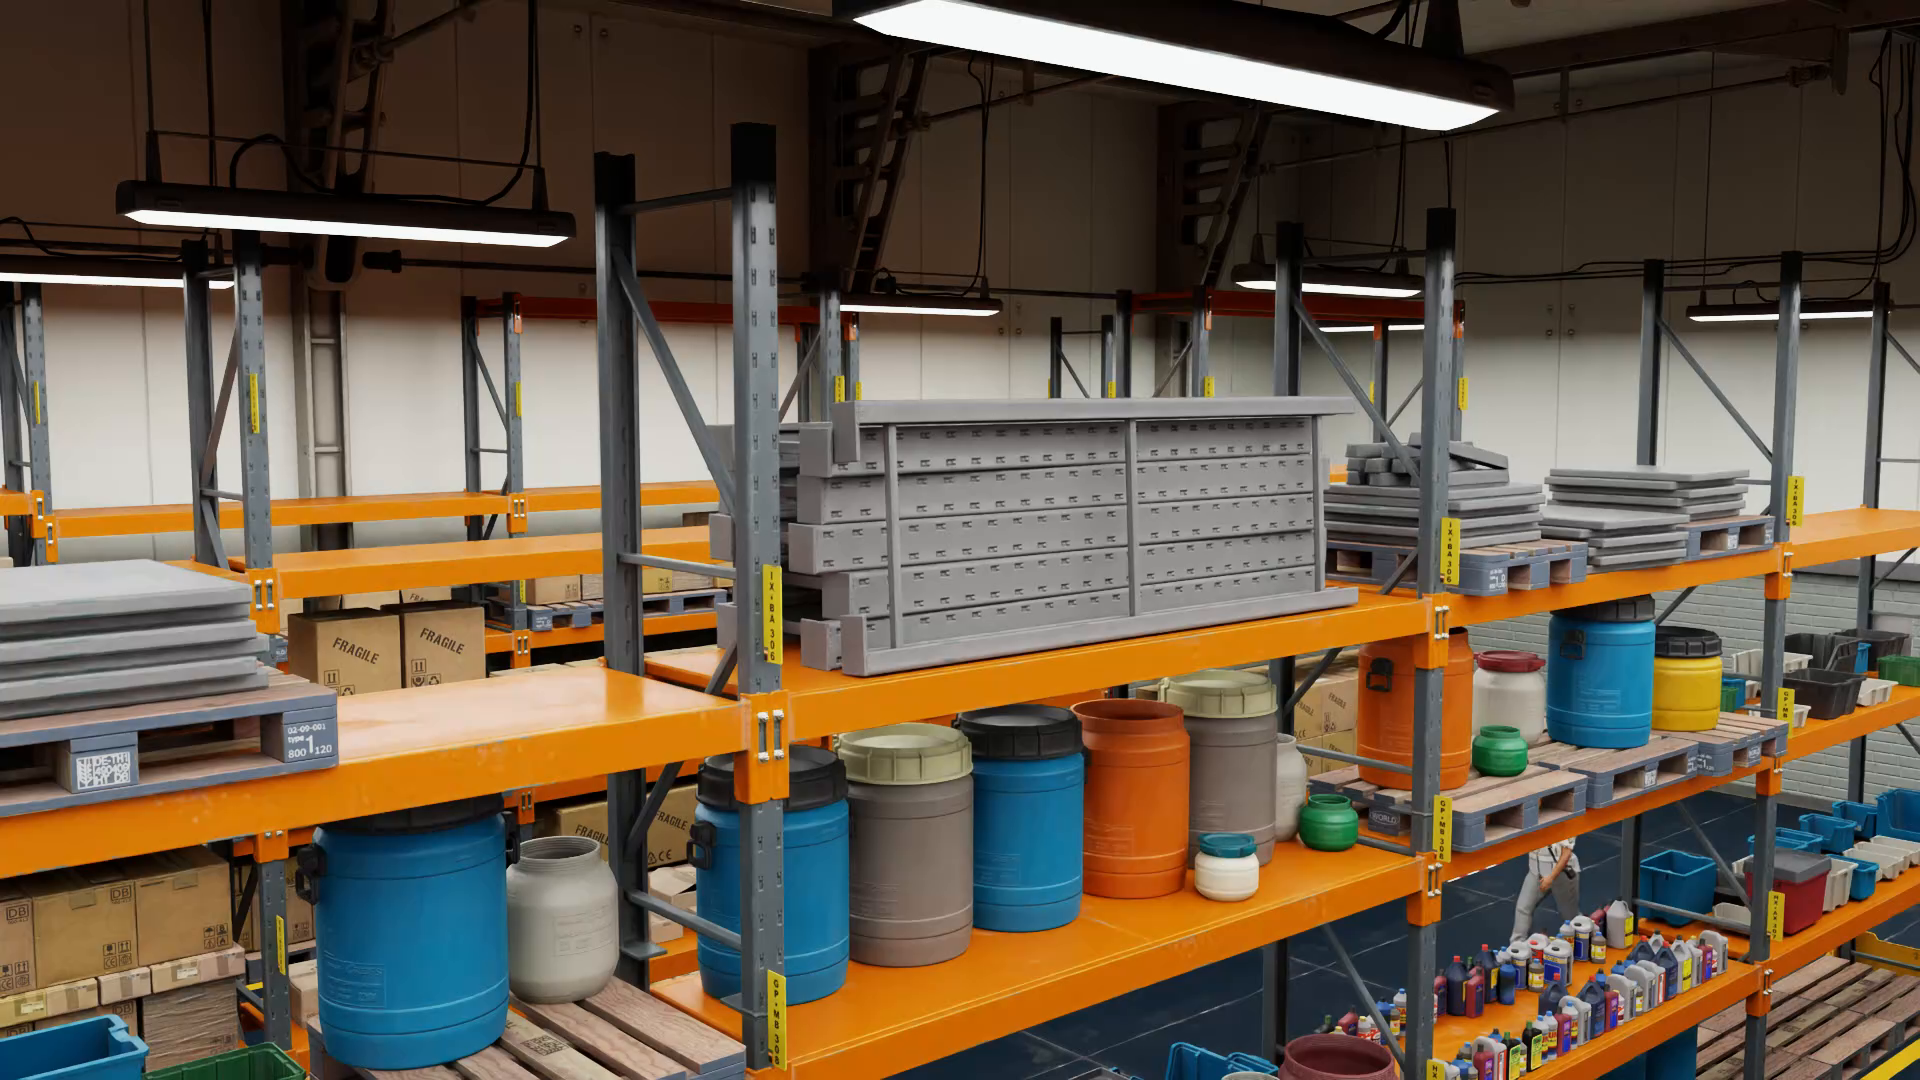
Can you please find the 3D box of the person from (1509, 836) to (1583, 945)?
[{"bbox_3d":[5.224,2.959,14.738,1.001,1.603,0.486,-3,6,-27],"label":"person"}]
